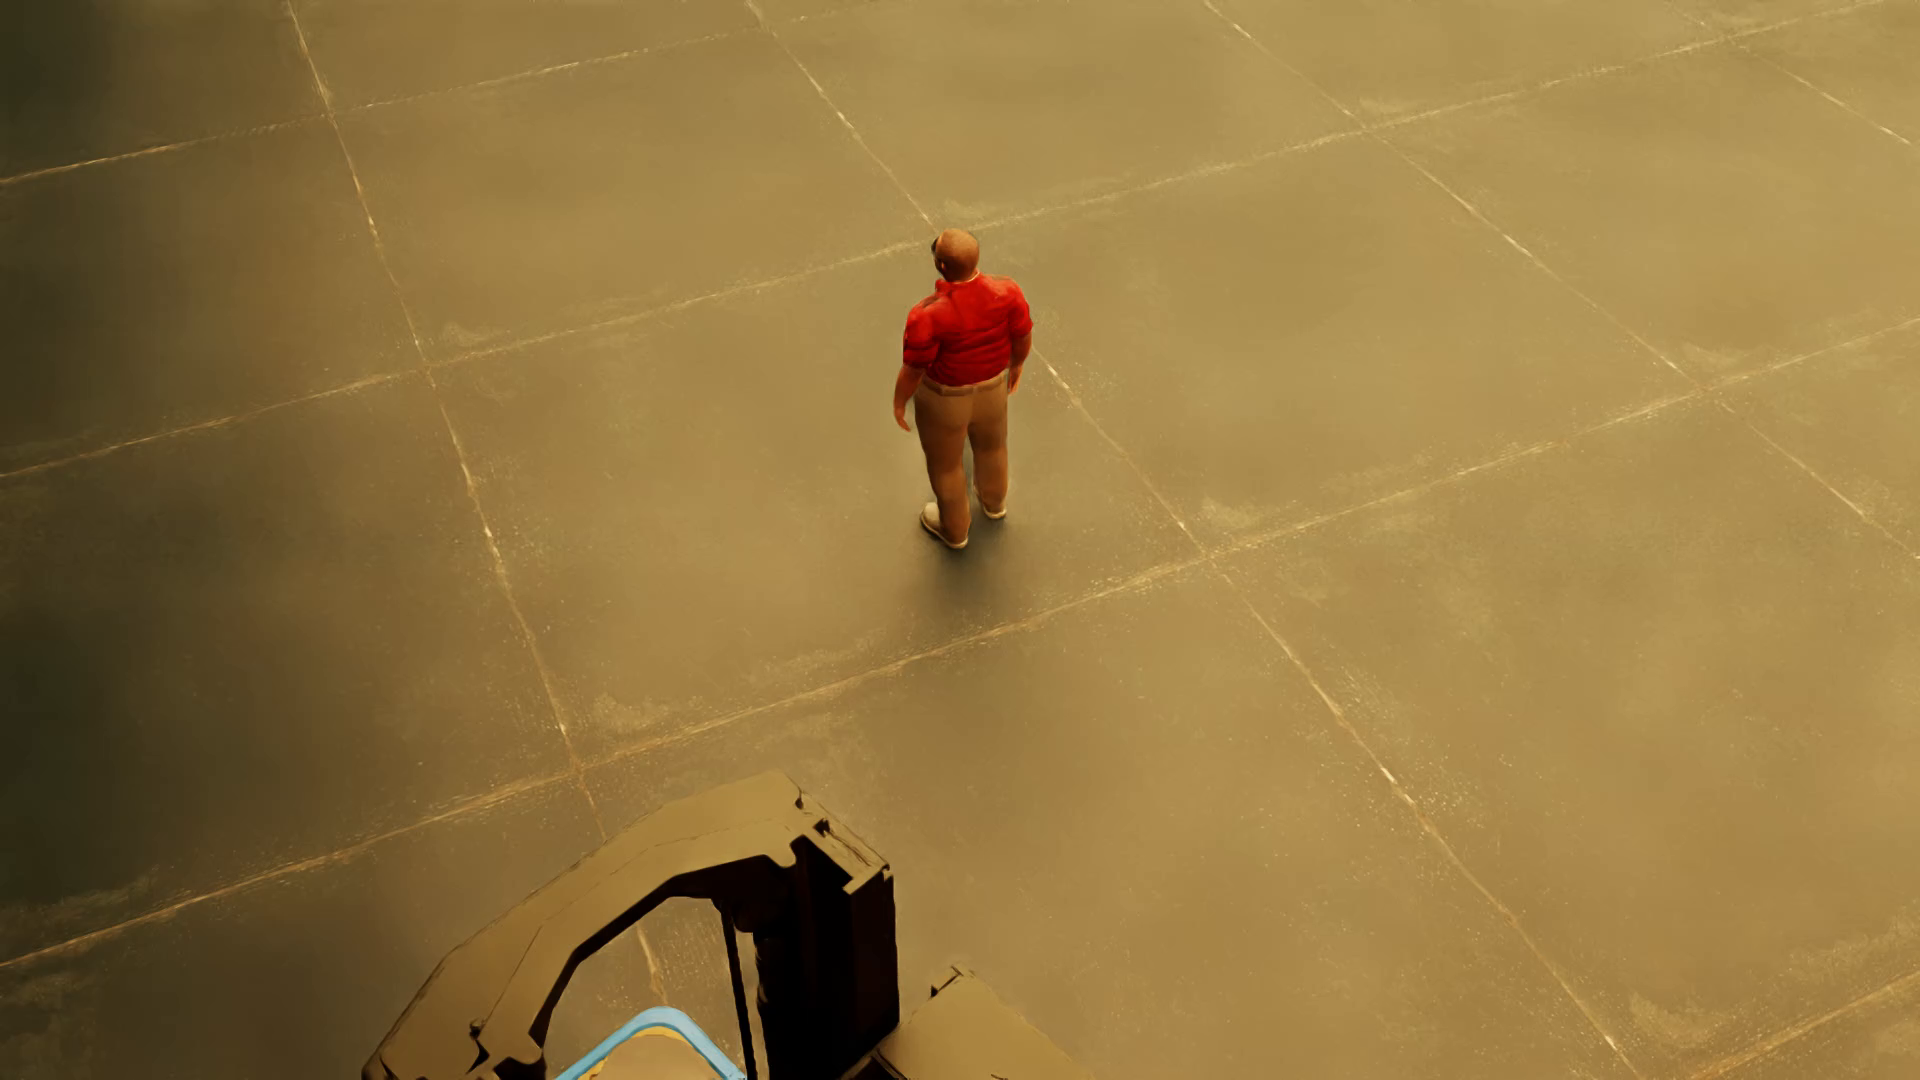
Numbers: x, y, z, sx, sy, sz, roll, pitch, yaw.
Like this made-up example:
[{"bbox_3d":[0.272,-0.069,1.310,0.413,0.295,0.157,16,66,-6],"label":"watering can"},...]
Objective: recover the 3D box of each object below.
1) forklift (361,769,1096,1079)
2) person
[{"bbox_3d":[-0.167,1.989,3.549,1.130,2.935,3.031,-34,53,-31],"label":"forklift"},{"bbox_3d":[-0.027,-0.696,7.297,0.640,1.726,0.550,-18,46,-18],"label":"person"}]
